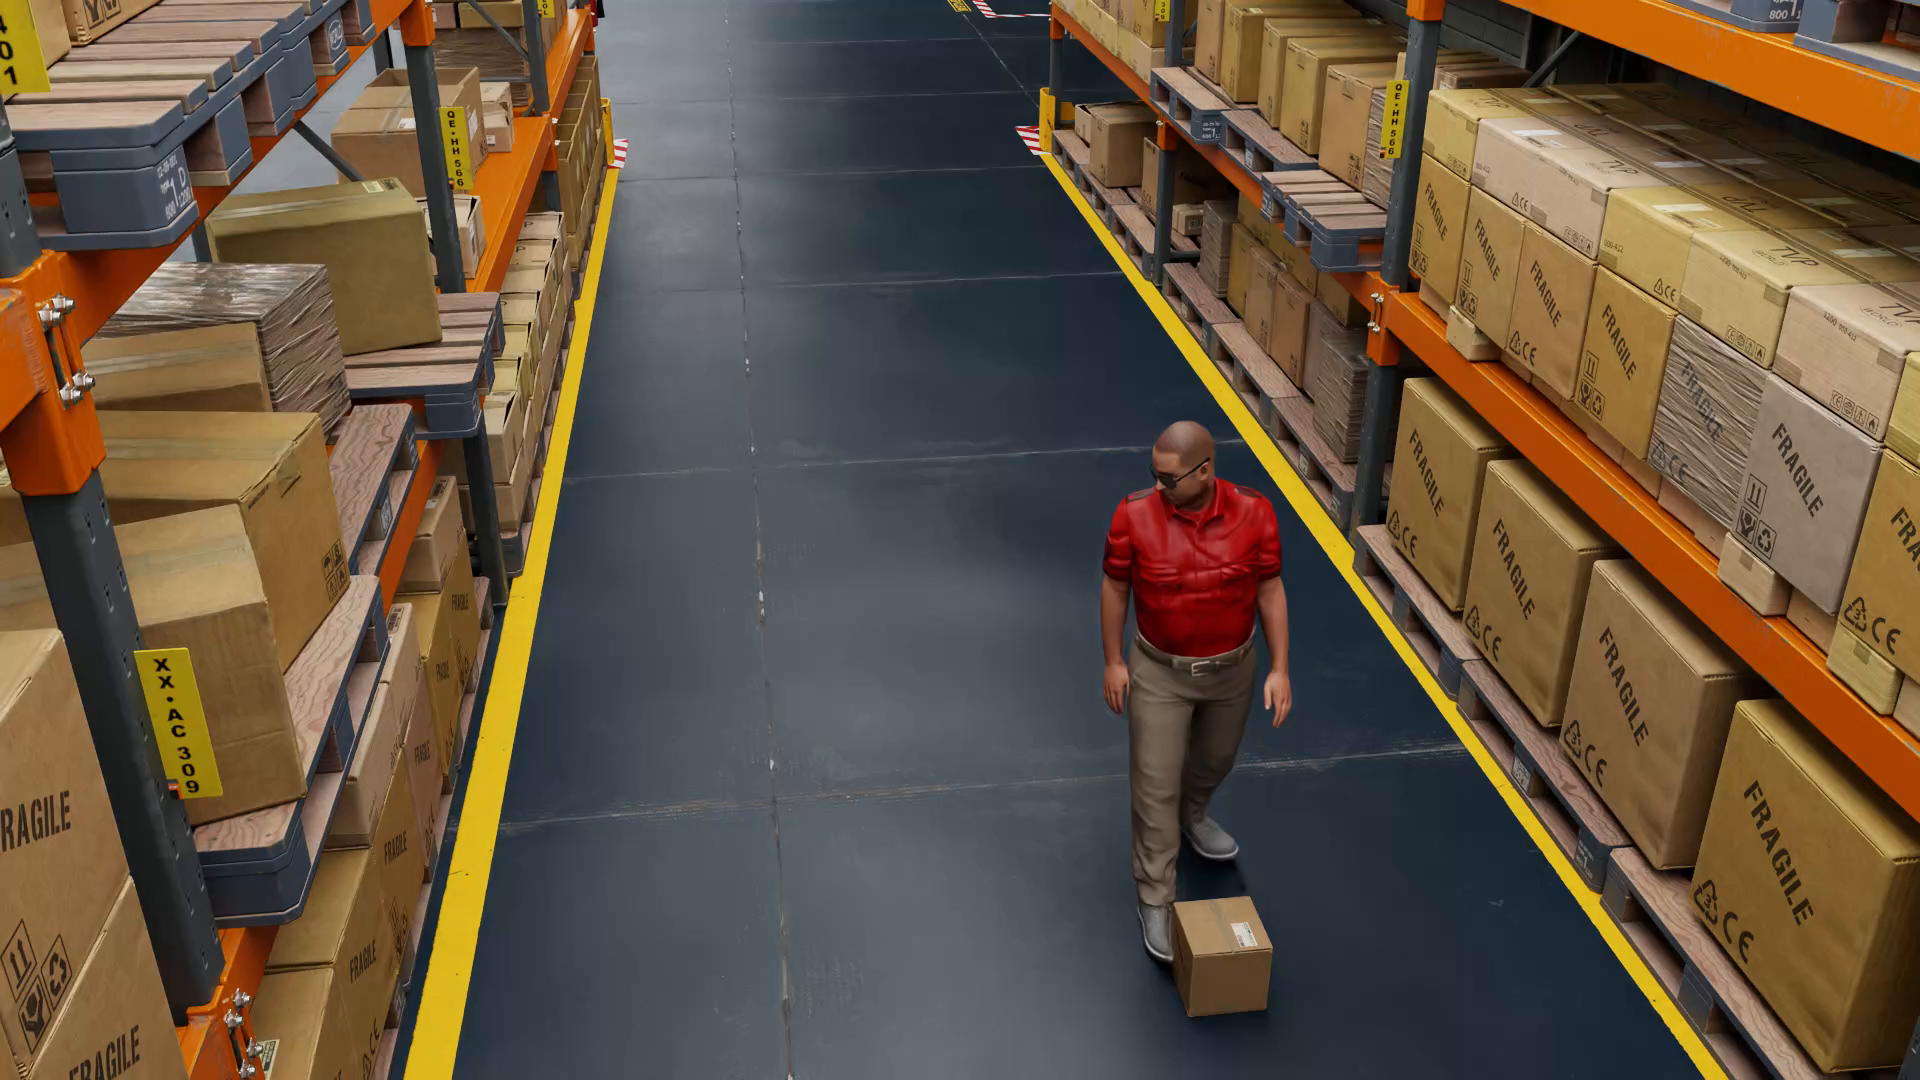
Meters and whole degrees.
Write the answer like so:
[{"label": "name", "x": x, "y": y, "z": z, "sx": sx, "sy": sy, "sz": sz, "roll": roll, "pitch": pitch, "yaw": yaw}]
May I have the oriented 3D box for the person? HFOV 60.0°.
[{"label": "person", "x": 0.747, "y": 0.429, "z": 5.268, "sx": 0.572, "sy": 1.708, "sz": 0.778, "roll": -3, "pitch": 27, "yaw": -7}]
